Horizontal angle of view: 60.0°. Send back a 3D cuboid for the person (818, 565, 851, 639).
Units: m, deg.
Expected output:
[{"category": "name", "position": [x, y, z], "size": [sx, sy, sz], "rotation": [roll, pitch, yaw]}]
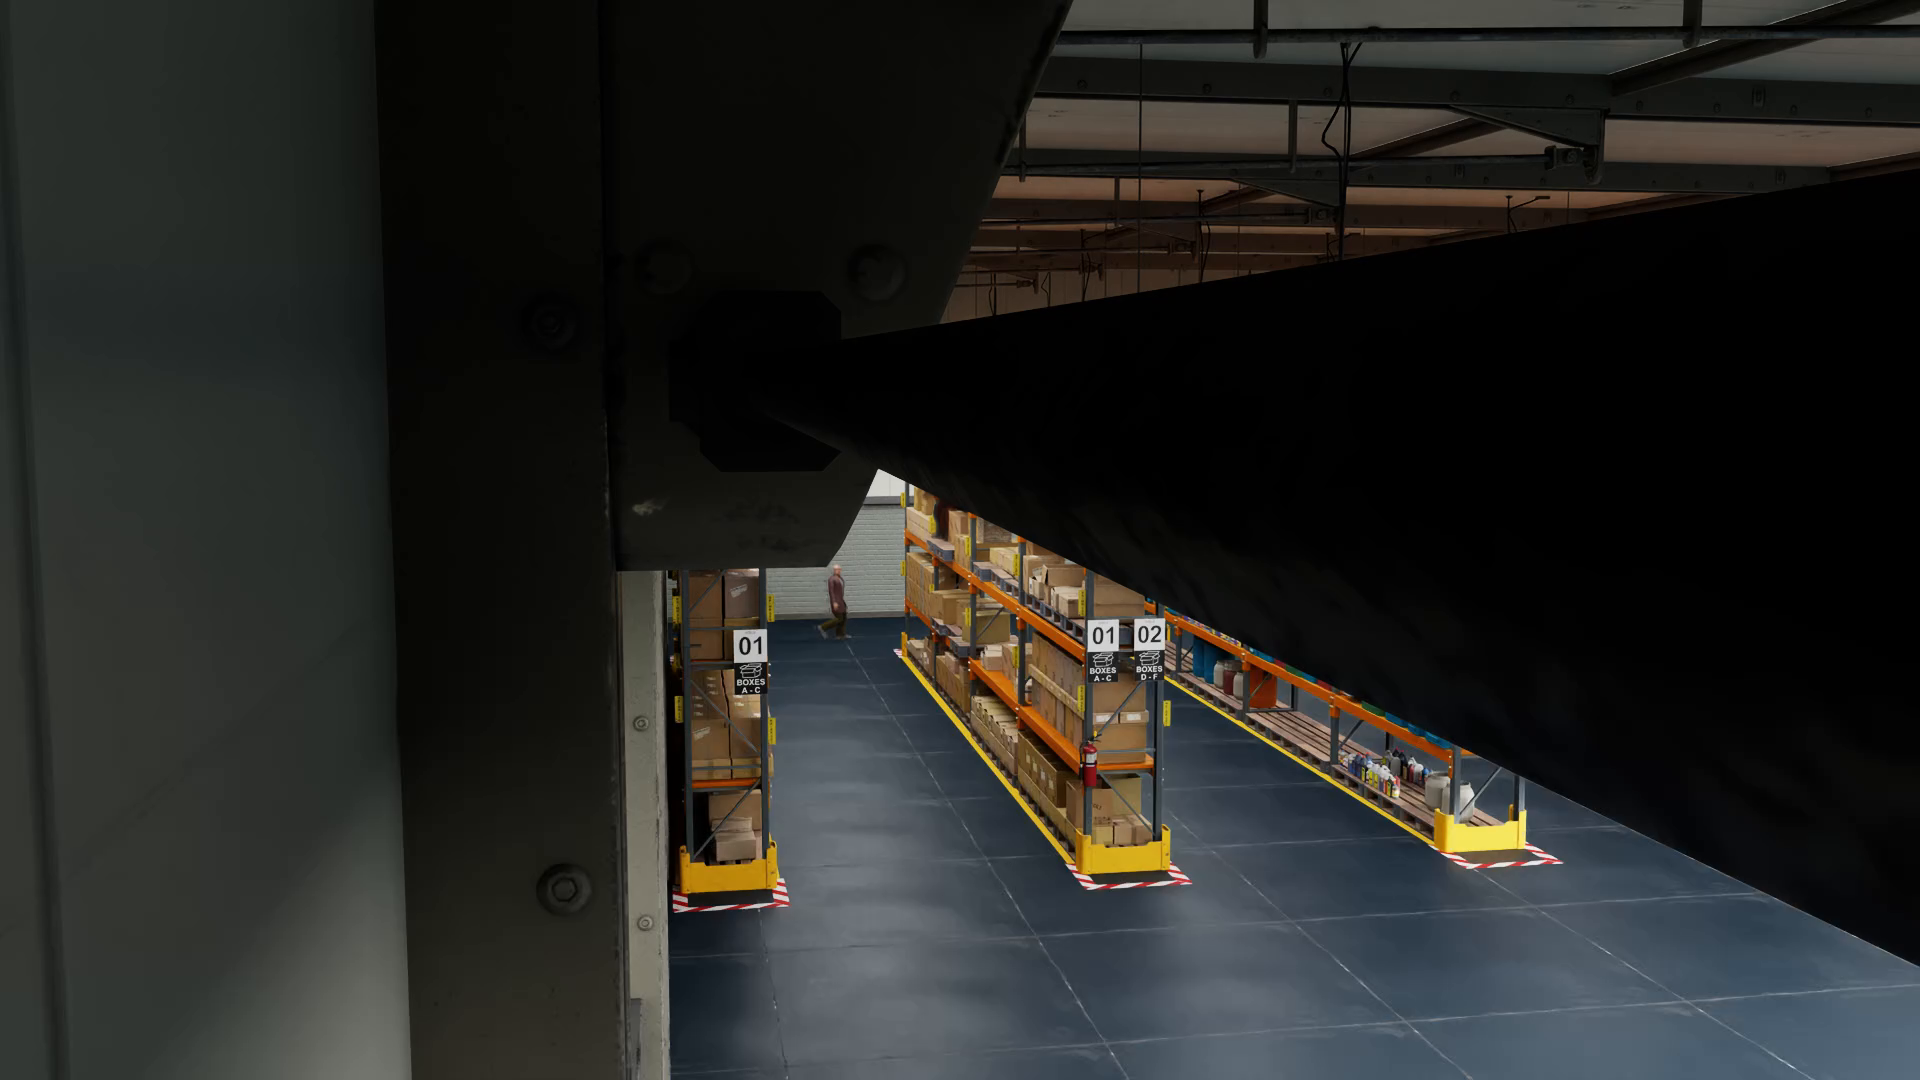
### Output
[{"category": "person", "position": [-2.928, 1.429, 38.580], "size": [0.755, 1.707, 0.597], "rotation": [0, 6, -4]}]
